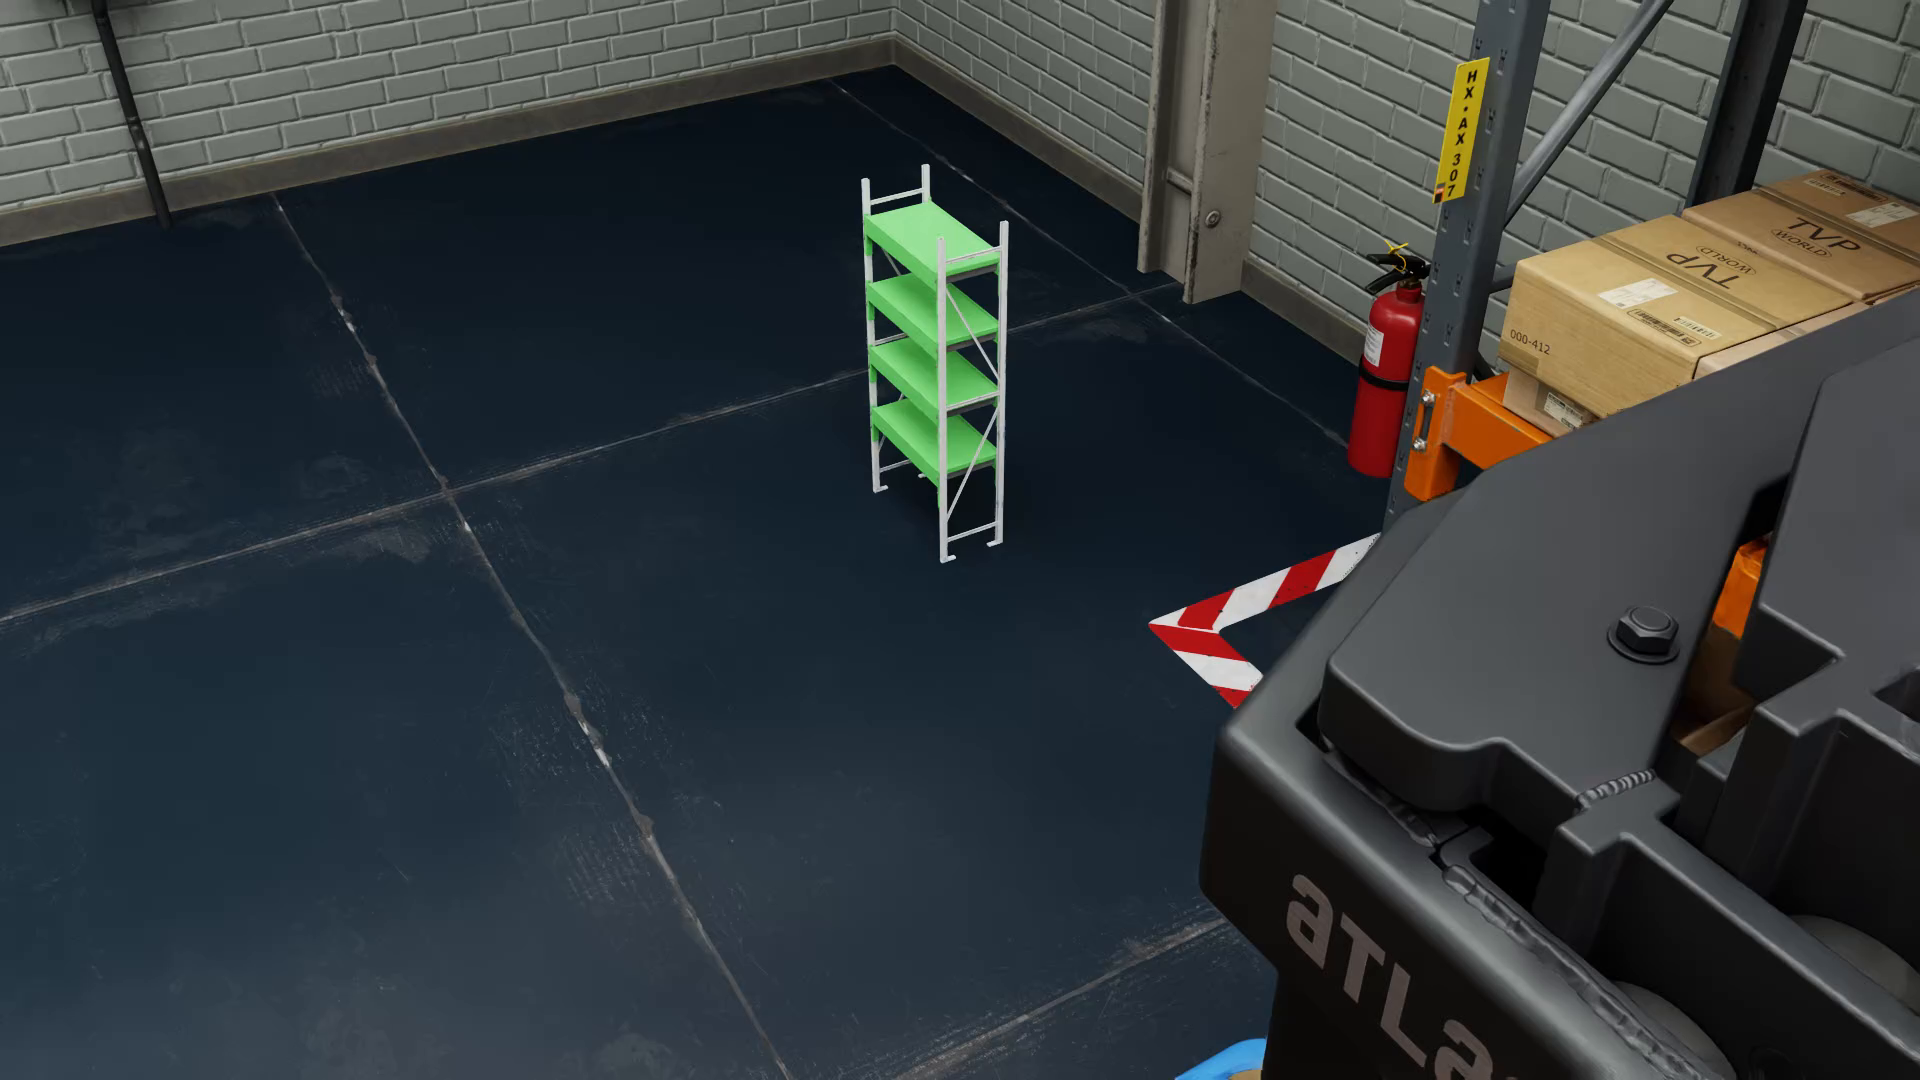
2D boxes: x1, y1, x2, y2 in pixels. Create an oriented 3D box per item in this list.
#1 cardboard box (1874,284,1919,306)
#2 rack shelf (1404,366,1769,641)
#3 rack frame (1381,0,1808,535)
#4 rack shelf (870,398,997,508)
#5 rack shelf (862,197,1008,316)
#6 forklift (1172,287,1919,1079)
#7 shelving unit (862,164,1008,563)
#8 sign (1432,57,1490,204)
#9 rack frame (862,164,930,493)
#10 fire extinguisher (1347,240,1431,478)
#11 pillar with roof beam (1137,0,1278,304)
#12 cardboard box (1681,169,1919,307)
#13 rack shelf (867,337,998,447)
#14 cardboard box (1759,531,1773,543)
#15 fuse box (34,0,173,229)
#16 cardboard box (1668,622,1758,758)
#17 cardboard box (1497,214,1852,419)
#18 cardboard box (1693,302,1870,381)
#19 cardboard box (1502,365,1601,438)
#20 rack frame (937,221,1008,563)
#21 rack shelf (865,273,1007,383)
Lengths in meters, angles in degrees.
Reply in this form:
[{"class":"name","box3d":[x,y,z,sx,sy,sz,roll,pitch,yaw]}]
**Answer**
[{"class":"cardboard box","box3d":[2.311,-0.365,3.581,0.500,0.250,0.500,-19,40,-24]},{"class":"rack shelf","box3d":[2.597,0.586,3.015,1.077,0.370,4.000,-19,40,-24]},{"class":"rack frame","box3d":[1.593,-0.725,4.199,1.000,3.000,0.127,-19,40,-24]},{"class":"rack shelf","box3d":[-0.083,-0.324,5.691,0.258,0.148,0.480,-19,40,-24]},{"class":"rack shelf","box3d":[-0.083,-0.905,5.266,0.258,0.148,0.480,-19,40,-24]},{"class":"forklift","box3d":[0.914,1.389,1.363,1.130,2.935,3.031,-20,41,-25]},{"class":"shelving unit","box3d":[-0.083,-0.569,5.512,0.258,1.200,0.503,-19,40,-24]},{"class":"sign","box3d":[1.123,-0.913,3.723,0.100,0.325,0.005,-19,40,-24]},{"class":"rack frame","box3d":[-0.206,-0.693,5.682,0.240,1.200,0.015,-19,40,-24]},{"class":"fire extinguisher","box3d":[1.119,-0.481,4.247,0.296,0.674,0.183,-19,40,-24]},{"class":"pillar with roof beam","box3d":[-2.705,-3.514,2.931,9.100,9.000,0.400,-19,40,-24]},{"class":"cardboard box","box3d":[2.053,-0.628,3.942,0.500,0.250,0.500,-18,40,-23]},{"class":"rack shelf","box3d":[-0.083,-0.517,5.549,0.258,0.148,0.480,-19,40,-24]},{"class":"cardboard box","box3d":[1.850,-0.135,3.604,0.380,0.149,0.250,-19,40,-25]},{"class":"fuse box","box3d":[-3.661,-2.148,7.241,0.539,1.711,0.414,-19,40,-24]},{"class":"cardboard box","box3d":[1.818,0.454,4.346,0.797,0.503,0.637,-21,41,-26]},{"class":"cardboard box","box3d":[1.588,-0.473,3.729,0.500,0.250,0.500,-19,40,-24]},{"class":"cardboard box","box3d":[1.841,-0.216,3.377,0.500,0.250,0.500,-18,40,-23]},{"class":"cardboard box","box3d":[1.520,-0.374,3.932,0.380,0.149,0.250,-19,40,-24]},{"class":"rack frame","box3d":[0.039,-0.445,5.341,0.240,1.200,0.015,-19,40,-24]},{"class":"rack shelf","box3d":[-0.083,-0.711,5.408,0.258,0.148,0.480,-19,40,-24]}]
